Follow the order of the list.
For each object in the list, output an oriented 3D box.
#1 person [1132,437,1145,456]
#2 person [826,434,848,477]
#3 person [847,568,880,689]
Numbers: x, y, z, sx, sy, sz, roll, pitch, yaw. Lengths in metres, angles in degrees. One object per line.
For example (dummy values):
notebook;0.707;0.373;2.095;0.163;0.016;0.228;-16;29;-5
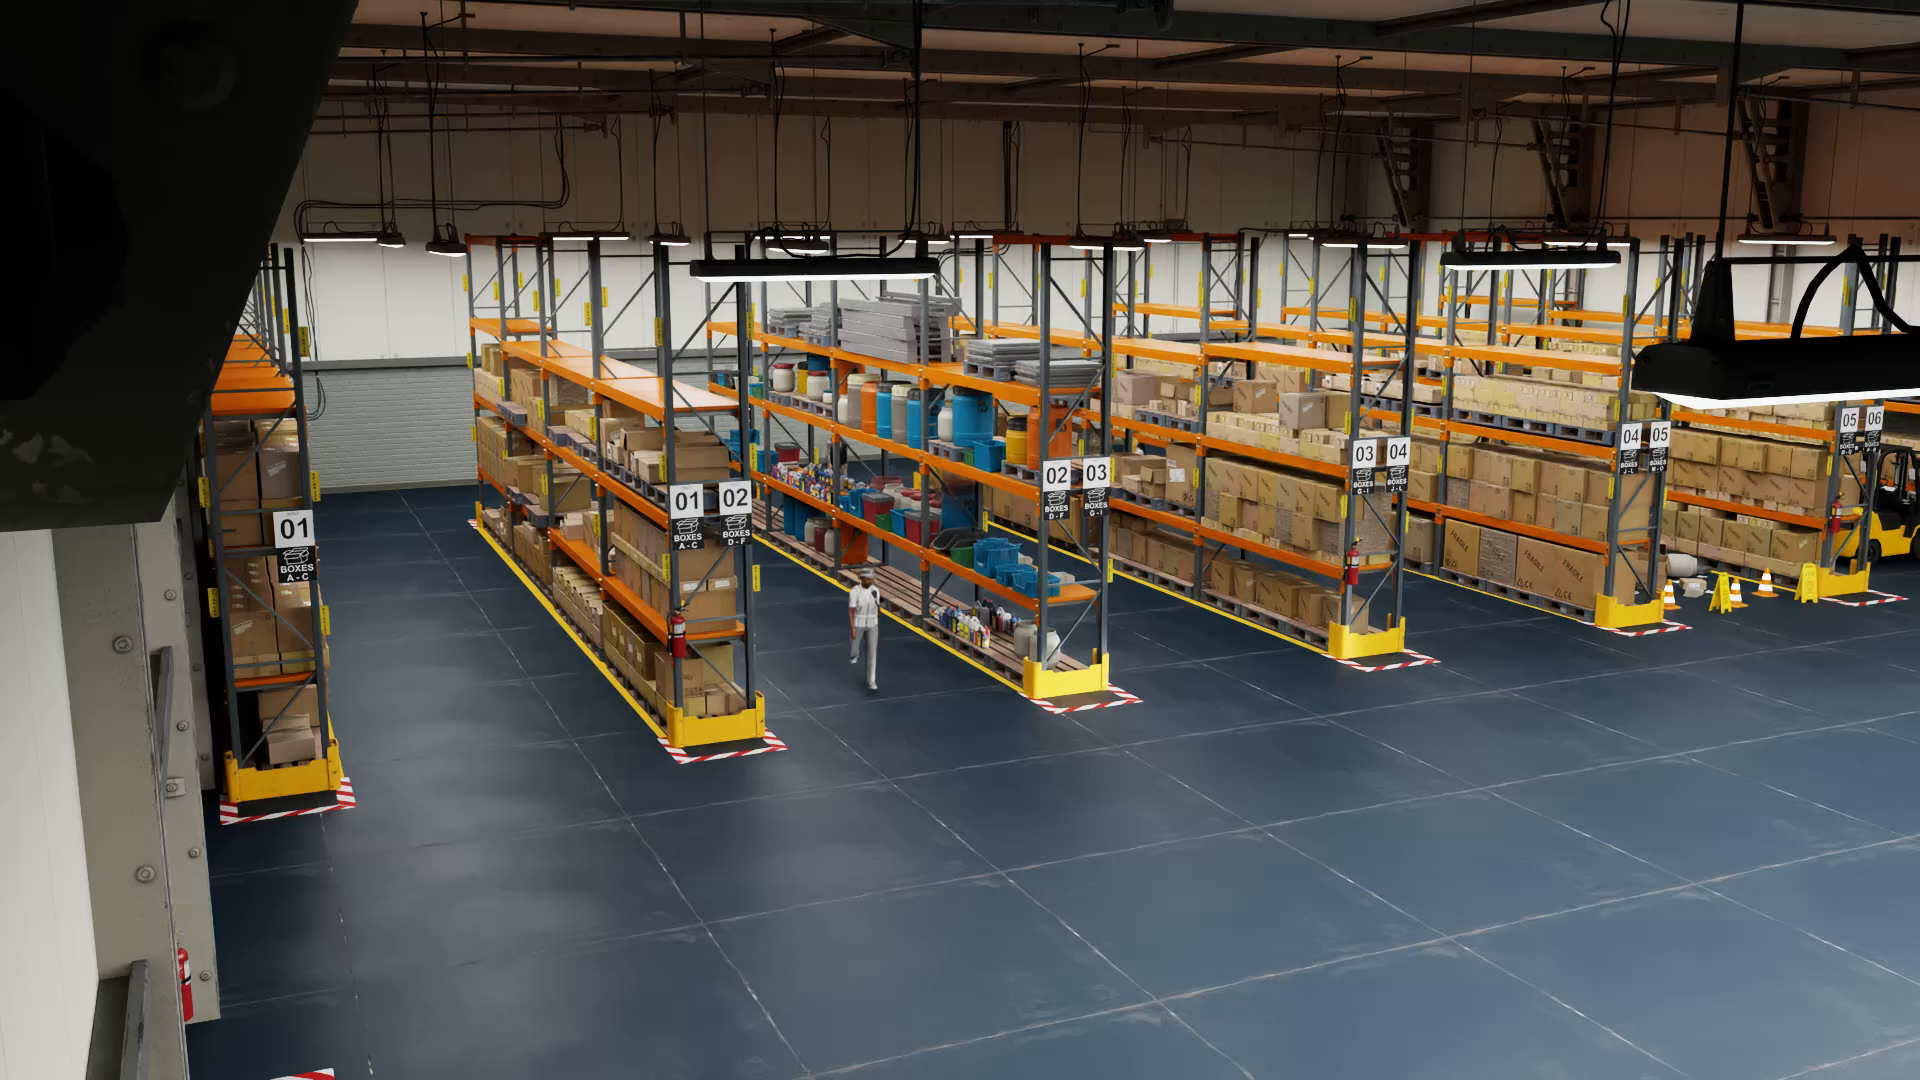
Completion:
person;3.825;-1.455;36.297;0.456;1.604;1.064;-5;12;-23
person;-2.763;-1.715;37.529;0.586;1.659;1.065;-6;12;-27
person;-1.305;1.181;22.685;0.479;1.641;0.904;-3;11;-13
